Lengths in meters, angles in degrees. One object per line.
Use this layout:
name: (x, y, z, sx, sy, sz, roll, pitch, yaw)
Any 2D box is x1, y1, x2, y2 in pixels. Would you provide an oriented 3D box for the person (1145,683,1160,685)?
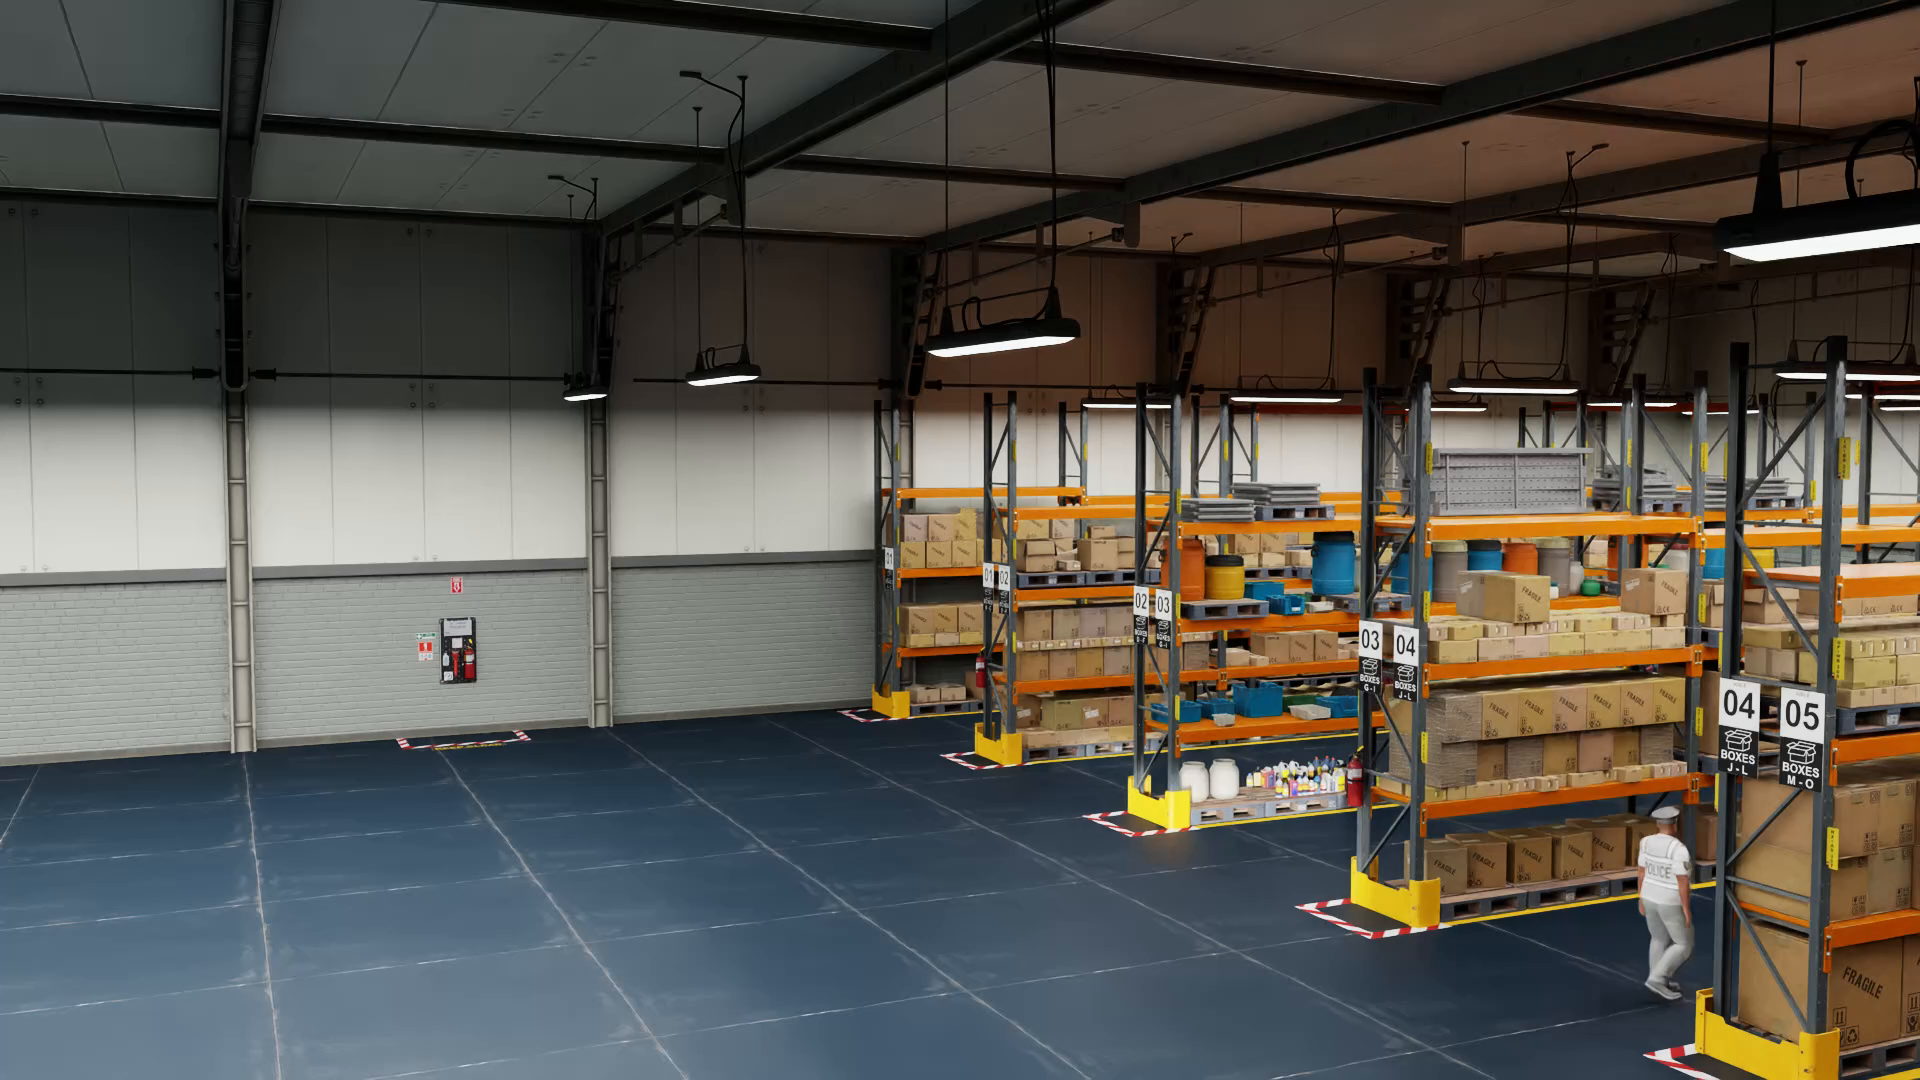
person: (3.683, 2.469, 31.620, 1.103, 1.655, 0.543, -3, 4, -40)

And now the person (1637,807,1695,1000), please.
person: (6.574, 3.386, 15.532, 0.565, 1.755, 0.578, -2, 4, -26)
